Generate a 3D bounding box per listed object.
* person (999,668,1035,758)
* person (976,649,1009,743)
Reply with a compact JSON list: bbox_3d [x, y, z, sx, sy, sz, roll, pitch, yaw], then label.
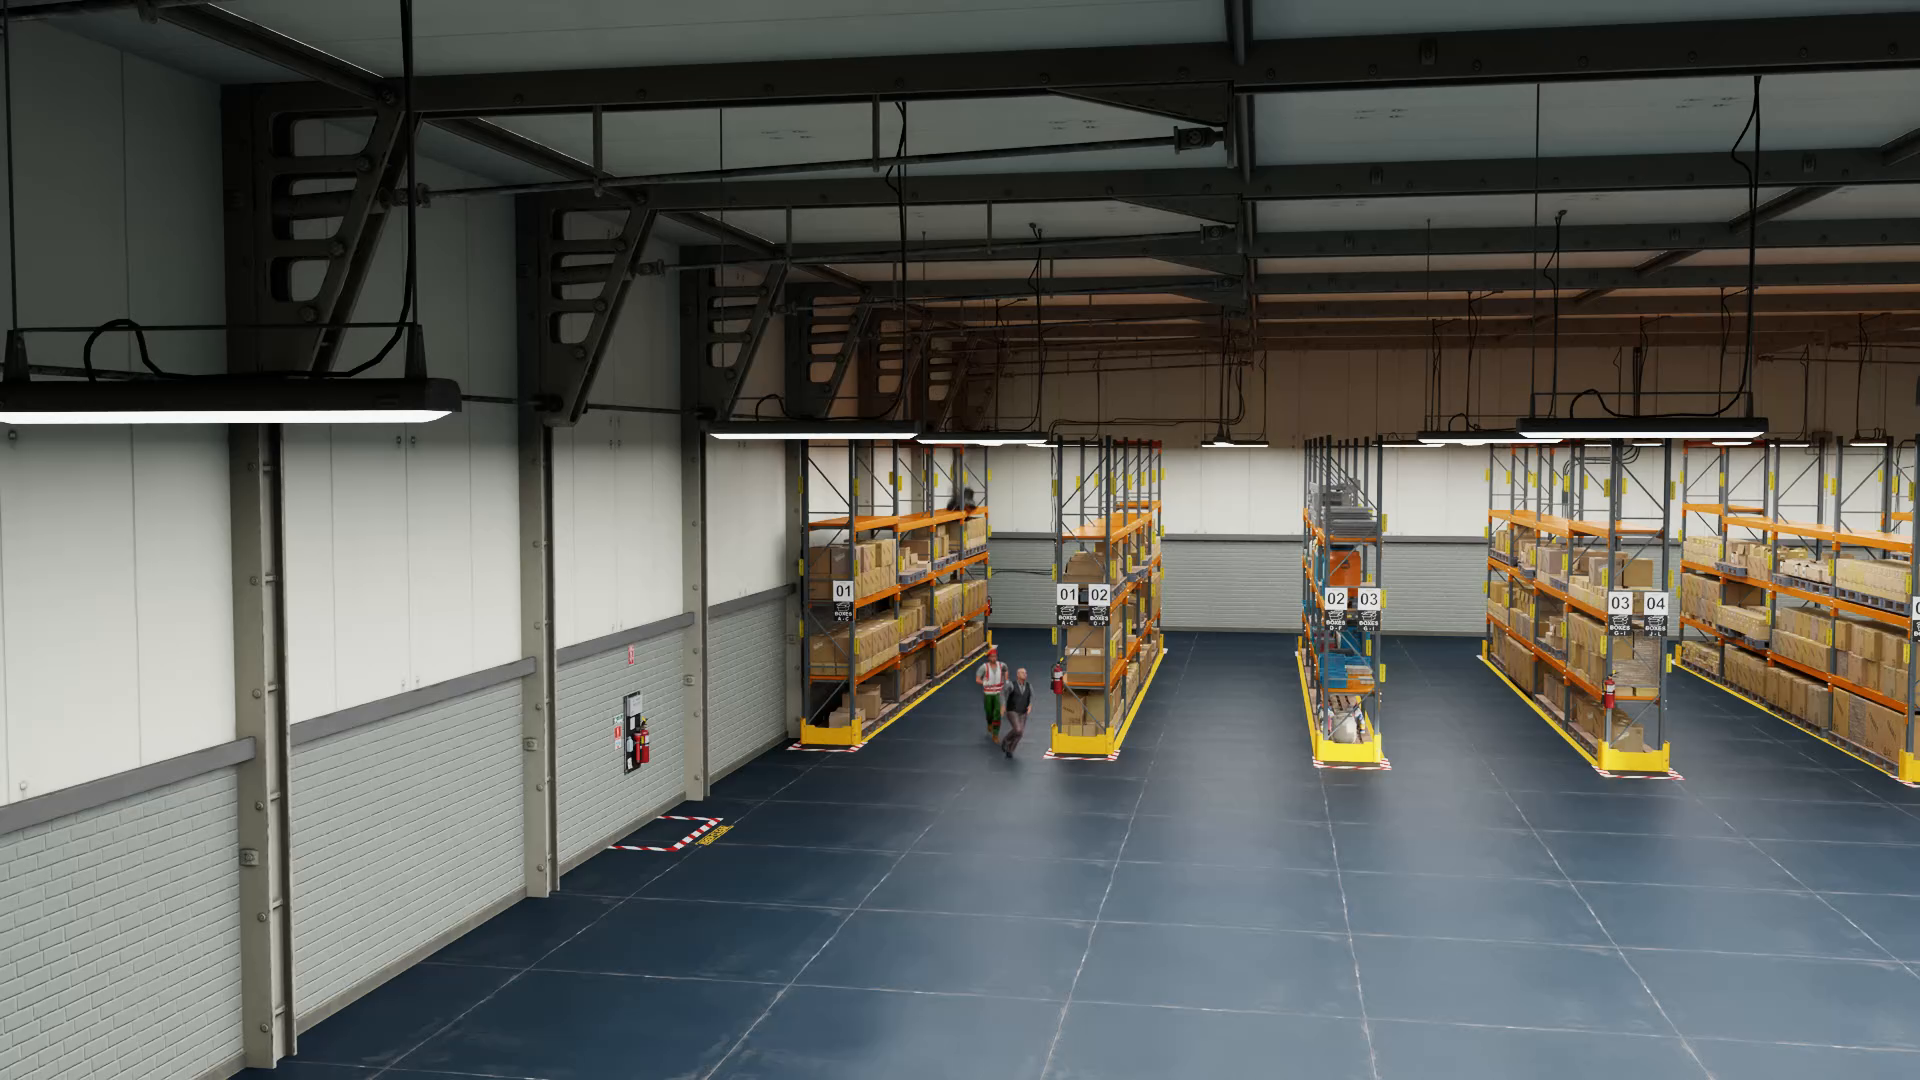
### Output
[{"bbox_3d":[1.115,3.257,30.941,0.678,1.583,0.550,-1,3,-22],"label":"person"},{"bbox_3d":[0.654,3.065,32.900,0.692,1.830,0.932,0,3,-9],"label":"person"}]
